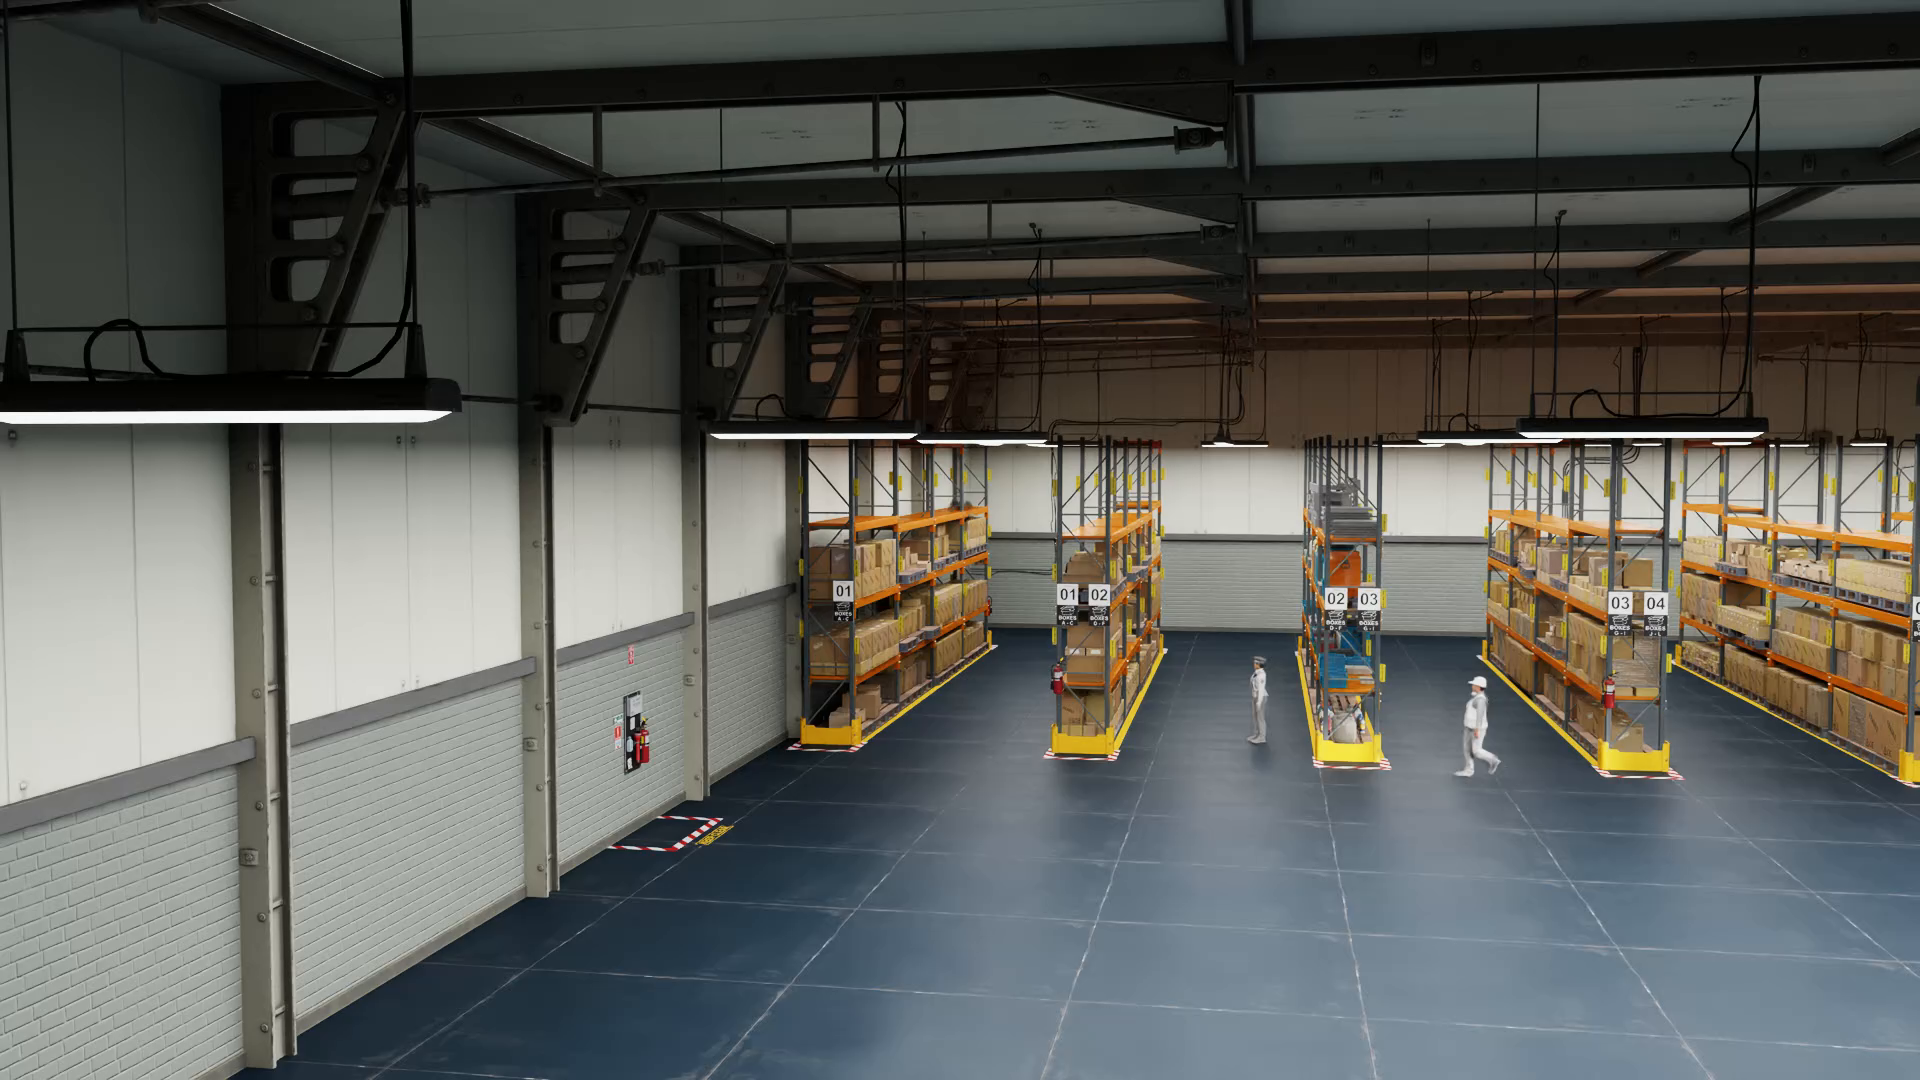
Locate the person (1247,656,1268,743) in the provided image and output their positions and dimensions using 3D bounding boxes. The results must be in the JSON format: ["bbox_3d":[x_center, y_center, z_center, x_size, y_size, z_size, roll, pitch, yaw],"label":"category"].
[{"bbox_3d":[5.835,3.109,32.552,0.372,1.684,0.537,0,3,0],"label":"person"}]

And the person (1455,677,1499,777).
[{"bbox_3d":[9.055,3.264,29.044,0.690,1.763,0.524,-1,3,-16],"label":"person"}]
